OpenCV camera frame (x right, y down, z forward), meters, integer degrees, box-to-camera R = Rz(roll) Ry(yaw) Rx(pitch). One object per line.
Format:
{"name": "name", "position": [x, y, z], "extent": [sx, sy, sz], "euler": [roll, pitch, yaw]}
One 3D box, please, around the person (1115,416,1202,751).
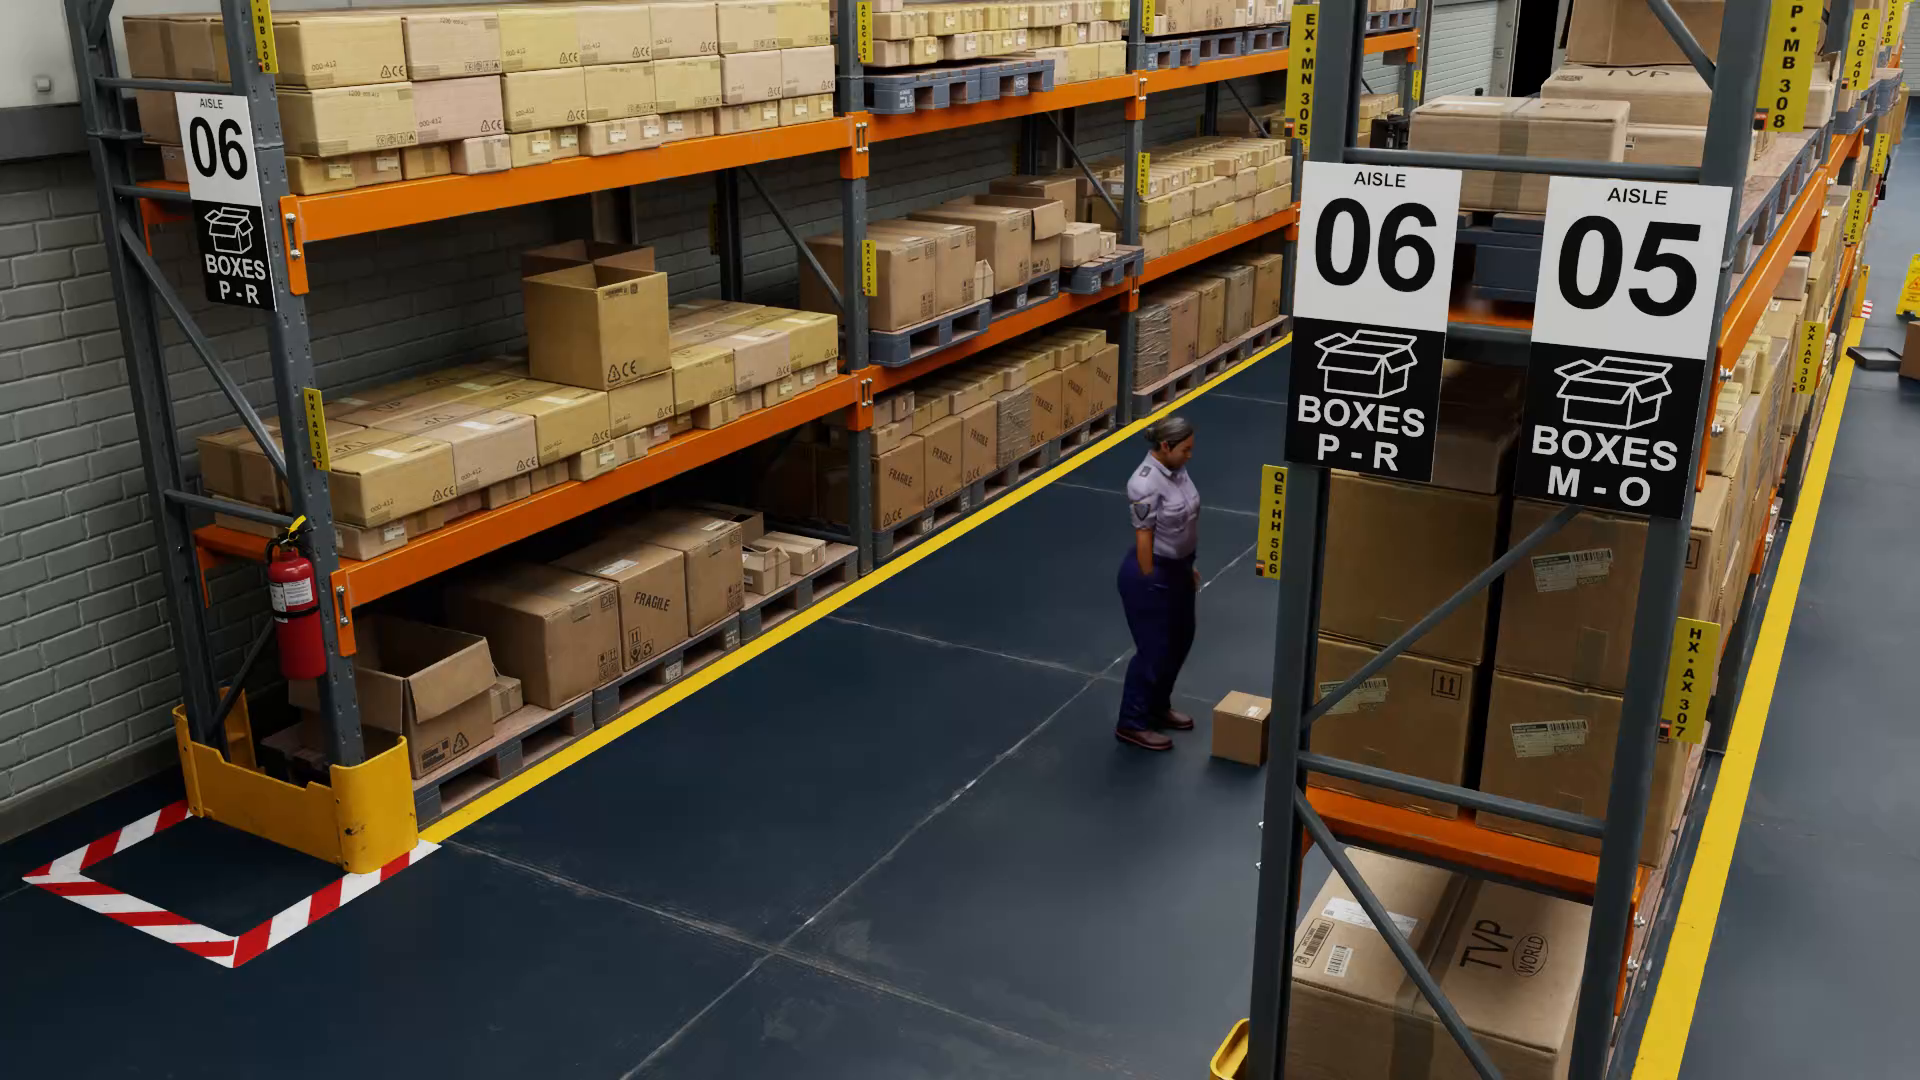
{"name": "person", "position": [0.979, 0.184, 8.101], "extent": [0.338, 1.639, 0.476], "euler": [11, 22, 28]}
